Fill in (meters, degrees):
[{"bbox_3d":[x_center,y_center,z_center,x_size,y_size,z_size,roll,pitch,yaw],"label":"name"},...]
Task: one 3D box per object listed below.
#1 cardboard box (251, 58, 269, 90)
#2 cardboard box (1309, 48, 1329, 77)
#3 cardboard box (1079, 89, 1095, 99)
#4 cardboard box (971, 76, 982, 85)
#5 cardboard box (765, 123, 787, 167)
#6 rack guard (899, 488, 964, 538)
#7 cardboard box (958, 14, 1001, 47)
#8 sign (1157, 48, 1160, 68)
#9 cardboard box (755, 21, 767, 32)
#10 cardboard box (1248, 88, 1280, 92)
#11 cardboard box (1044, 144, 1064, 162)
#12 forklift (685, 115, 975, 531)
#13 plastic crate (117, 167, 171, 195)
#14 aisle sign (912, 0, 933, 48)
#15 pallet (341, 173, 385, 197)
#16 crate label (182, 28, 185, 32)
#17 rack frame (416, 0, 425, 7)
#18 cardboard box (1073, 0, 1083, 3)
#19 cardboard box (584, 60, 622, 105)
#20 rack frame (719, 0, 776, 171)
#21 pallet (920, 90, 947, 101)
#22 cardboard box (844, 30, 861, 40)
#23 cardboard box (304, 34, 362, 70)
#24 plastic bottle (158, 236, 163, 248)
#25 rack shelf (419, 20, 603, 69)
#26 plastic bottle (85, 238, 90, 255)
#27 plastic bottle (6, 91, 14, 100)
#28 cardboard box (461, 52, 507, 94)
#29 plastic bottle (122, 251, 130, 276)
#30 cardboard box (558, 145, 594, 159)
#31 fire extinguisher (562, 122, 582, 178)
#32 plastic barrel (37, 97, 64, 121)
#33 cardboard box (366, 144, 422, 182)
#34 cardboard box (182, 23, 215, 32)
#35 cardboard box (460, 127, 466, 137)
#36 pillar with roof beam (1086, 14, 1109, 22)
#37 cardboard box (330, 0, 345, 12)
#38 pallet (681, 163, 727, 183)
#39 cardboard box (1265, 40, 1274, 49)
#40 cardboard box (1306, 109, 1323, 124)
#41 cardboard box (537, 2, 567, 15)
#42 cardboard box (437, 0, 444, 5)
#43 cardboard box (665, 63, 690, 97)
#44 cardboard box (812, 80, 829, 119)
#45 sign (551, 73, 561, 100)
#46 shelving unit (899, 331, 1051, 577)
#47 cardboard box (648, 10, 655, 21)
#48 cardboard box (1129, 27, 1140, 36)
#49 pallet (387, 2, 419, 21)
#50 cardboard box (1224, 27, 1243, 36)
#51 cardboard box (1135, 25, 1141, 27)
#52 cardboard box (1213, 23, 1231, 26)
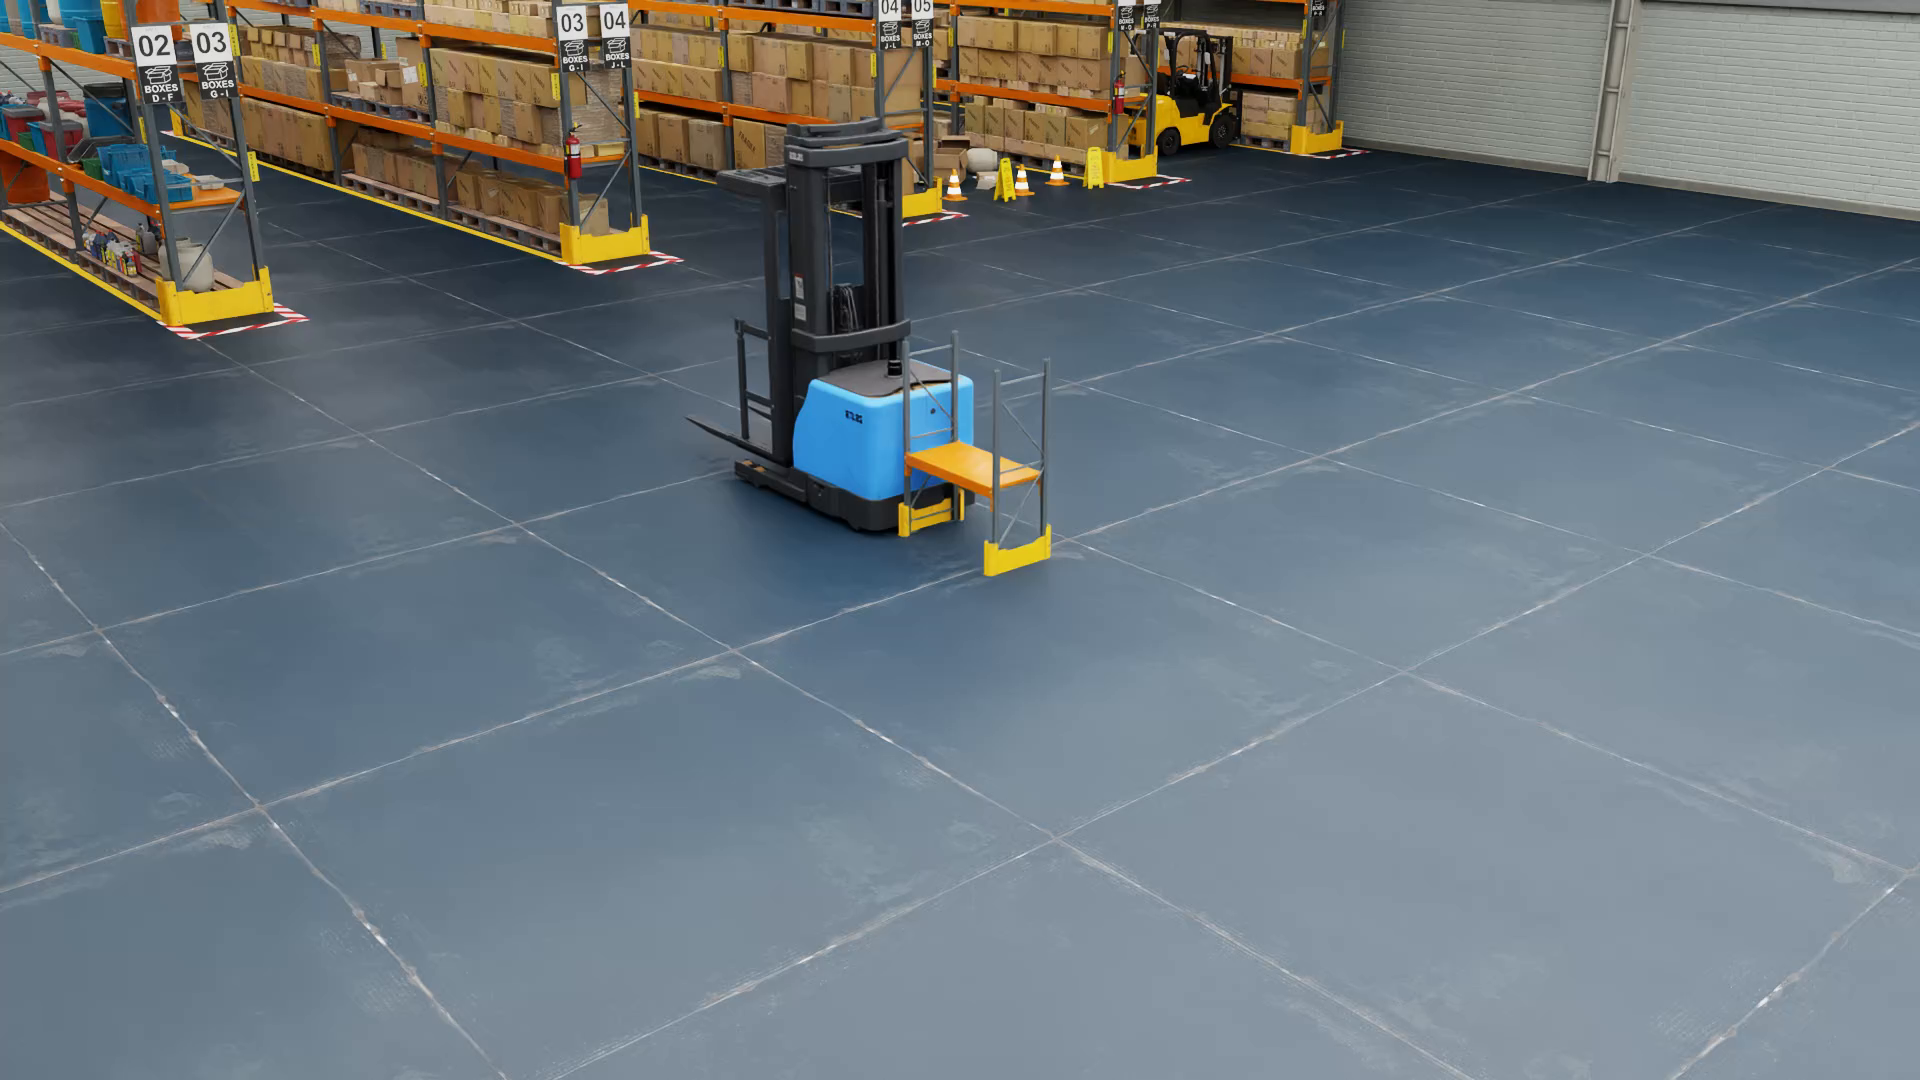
[{"bbox_3d":[-12.033,-8.167,29.085,0.500,0.500,0.500,-17,27,-37],"label":"cardboard box"},{"bbox_3d":[6.513,-8.921,31.011,0.500,0.500,0.500,-16,27,-36],"label":"cardboard box"},{"bbox_3d":[2.212,-7.468,27.783,0.380,0.149,0.250,-18,28,-38],"label":"cardboard box"},{"bbox_3d":[0.424,-8.256,29.796,0.380,0.149,0.250,-16,27,-36],"label":"cardboard box"},{"bbox_3d":[-2.478,-6.156,26.425,0.875,0.875,0.875,-17,27,-37],"label":"cardboard box"},{"bbox_3d":[-0.217,-0.211,12.680,0.587,0.250,0.087,-17,27,-36],"label":"rack guard"},{"bbox_3d":[0.380,-9.072,29.617,0.700,0.500,0.500,-18,28,-38],"label":"cardboard box"},{"bbox_3d":[3.279,-8.021,27.664,0.100,0.325,0.005,-17,27,-37],"label":"sign"},{"bbox_3d":[-3.875,-10.712,34.213,0.500,0.500,0.500,-18,28,-38],"label":"cardboard box"},{"bbox_3d":[5.808,-8.508,31.918,0.500,0.250,0.500,-18,27,-38],"label":"cardboard box"},{"bbox_3d":[1.804,-6.709,28.694,0.500,0.250,0.500,-17,27,-37],"label":"cardboard box"},{"bbox_3d":[-1.205,-1.899,13.314,1.130,2.935,3.031,-17,27,-36],"label":"forklift"},{"bbox_3d":[-9.365,-4.130,19.118,0.499,0.251,0.408,-17,27,-37],"label":"plastic crate"},{"bbox_3d":[-0.542,-7.545,24.070,0.394,0.787,0.004,-17,27,-37],"label":"aisle sign"},{"bbox_3d":[-9.353,-5.826,27.068,1.003,0.211,1.213,-17,27,-37],"label":"pallet"},{"bbox_3d":[-9.363,-5.874,19.460,0.502,0.251,0.408,-17,27,-37],"label":"crate label"},{"bbox_3d":[-7.250,-9.029,23.196,1.000,3.000,0.127,-17,27,-37],"label":"rack frame"},{"bbox_3d":[2.088,-8.943,27.436,0.380,0.149,0.250,-16,27,-36],"label":"cardboard box"},{"bbox_3d":[-4.792,-5.997,21.767,0.500,0.500,0.500,-17,27,-37],"label":"cardboard box"},{"bbox_3d":[-3.427,-7.388,27.234,1.000,3.000,0.127,-17,27,-37],"label":"rack frame"},{"bbox_3d":[-0.647,-10.473,38.934,1.003,0.211,1.213,-17,27,-37],"label":"pallet"},{"bbox_3d":[-1.890,-9.758,32.165,0.500,0.500,0.500,-16,26,-35],"label":"cardboard box"},{"bbox_3d":[-10.326,-8.060,27.436,0.797,0.503,0.637,-16,27,-36],"label":"cardboard box"},{"bbox_3d":[-10.005,-3.673,20.871,0.061,0.283,0.133,-17,27,-37],"label":"plastic bottle"},{"bbox_3d":[-5.945,-6.744,22.464,1.077,0.370,4.000,-17,27,-37],"label":"rack shelf"},{"bbox_3d":[-11.061,-3.737,21.147,0.097,0.201,0.097,0,21,0],"label":"plastic bottle"},{"bbox_3d":[-14.658,-6.763,25.706,0.144,0.351,0.185,-17,27,-37],"label":"plastic bottle"},{"bbox_3d":[-6.496,-6.425,22.859,0.500,0.500,0.500,-17,27,-37],"label":"cardboard box"},{"bbox_3d":[-10.013,-3.322,19.974,0.061,0.283,0.133,-17,27,-36],"label":"plastic bottle"},{"bbox_3d":[-4.982,-5.043,21.590,0.380,0.149,0.250,-17,27,-37],"label":"cardboard box"},{"bbox_3d":[-4.914,-4.953,21.122,0.296,0.674,0.183,-17,27,-37],"label":"fire extinguisher"},{"bbox_3d":[-12.780,-5.980,23.485,0.421,0.512,0.421,0,21,0],"label":"plastic barrel"},{"bbox_3d":[-9.037,-6.051,26.644,0.500,0.500,0.700,20,29,41],"label":"cardboard box"},{"bbox_3d":[-14.306,-9.492,31.374,0.500,0.500,0.500,-18,28,-39],"label":"cardboard box"},{"bbox_3d":[-6.830,-5.786,23.487,0.380,0.149,0.250,-17,27,-37],"label":"cardboard box"},{"bbox_3d":[-0.324,-12.505,32.072,9.100,9.000,0.400,-17,27,-37],"label":"pillar with roof beam"},{"bbox_3d":[-9.413,-8.335,25.744,0.500,0.250,0.500,-17,27,-36],"label":"cardboard box"},{"bbox_3d":[-3.988,-6.285,28.241,1.003,0.211,1.213,-17,27,-37],"label":"pallet"},{"bbox_3d":[5.875,-9.199,30.832,0.380,0.149,0.250,-17,27,-36],"label":"cardboard box"},{"bbox_3d":[6.476,-7.999,31.303,0.500,0.250,0.500,-17,27,-36],"label":"cardboard box"},{"bbox_3d":[-5.138,-6.745,21.137,0.380,0.149,0.250,-19,28,-39],"label":"cardboard box"},{"bbox_3d":[-7.046,-7.527,23.135,0.380,0.149,0.250,-19,28,-40],"label":"cardboard box"},{"bbox_3d":[-4.630,-7.794,28.134,0.500,0.500,0.500,-17,27,-37],"label":"cardboard box"},{"bbox_3d":[-1.738,-6.776,25.465,0.875,0.550,0.550,-17,27,-37],"label":"cardboard box"},{"bbox_3d":[-5.073,-5.690,20.877,0.100,0.325,0.005,-17,27,-37],"label":"sign"},{"bbox_3d":[0.099,-0.653,12.094,0.587,1.500,1.083,-17,27,-36],"label":"shelving unit"},{"bbox_3d":[-6.794,-11.940,37.347,0.500,0.500,0.500,-18,27,-38],"label":"cardboard box"},{"bbox_3d":[3.442,-10.234,33.474,0.380,0.149,0.250,-18,28,-38],"label":"cardboard box"},{"bbox_3d":[-7.573,-7.740,24.278,1.213,0.211,1.003,-17,27,-37],"label":"pallet"},{"bbox_3d":[5.227,-9.630,31.524,0.380,0.149,0.250,-17,27,-37],"label":"cardboard box"},{"bbox_3d":[3.650,-10.430,33.973,0.380,0.149,0.250,-18,27,-38],"label":"cardboard box"},{"bbox_3d":[5.132,-9.968,32.386,0.380,0.149,0.250,-18,28,-38],"label":"cardboard box"}]
